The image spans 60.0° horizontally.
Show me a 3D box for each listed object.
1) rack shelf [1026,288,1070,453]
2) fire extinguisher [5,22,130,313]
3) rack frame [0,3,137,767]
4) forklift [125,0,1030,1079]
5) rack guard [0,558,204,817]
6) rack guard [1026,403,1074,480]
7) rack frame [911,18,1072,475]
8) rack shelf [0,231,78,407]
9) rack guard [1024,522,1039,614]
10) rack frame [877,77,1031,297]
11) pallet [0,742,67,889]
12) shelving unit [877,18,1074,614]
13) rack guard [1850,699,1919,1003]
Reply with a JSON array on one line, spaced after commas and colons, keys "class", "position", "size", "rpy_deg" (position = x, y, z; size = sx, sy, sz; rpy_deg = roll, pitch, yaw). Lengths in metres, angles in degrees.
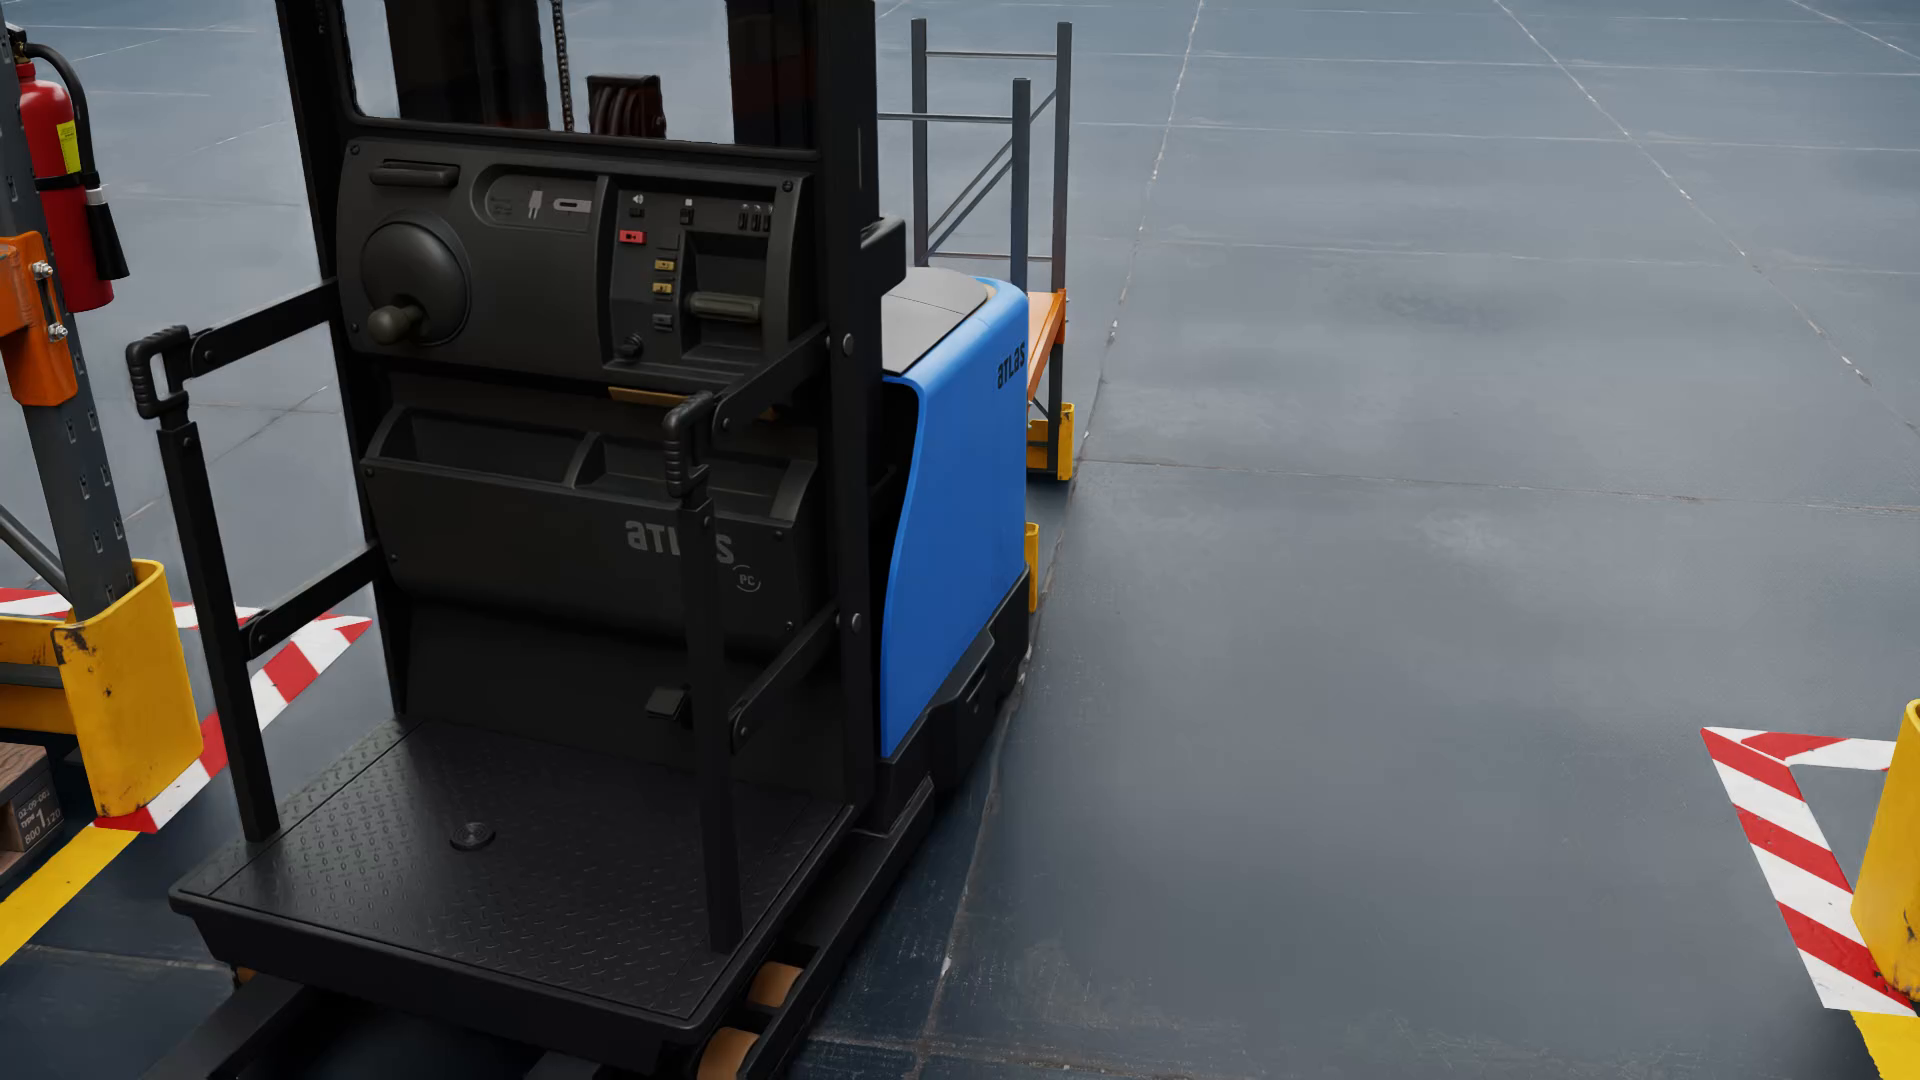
[{"class": "rack shelf", "position": [0.014, -0.552, 5.085], "size": [0.538, 0.185, 1.000], "rpy_deg": [4, 25, 9]}, {"class": "fire extinguisher", "position": [-1.987, -0.834, 3.585], "size": [0.296, 0.674, 0.183], "rpy_deg": [4, 25, 9]}, {"class": "rack frame", "position": [-2.460, -0.853, 3.535], "size": [1.000, 3.000, 0.127], "rpy_deg": [4, 25, 9]}, {"class": "forklift", "position": [-0.785, -0.472, 2.802], "size": [1.130, 2.935, 3.031], "rpy_deg": [8, 26, 17]}, {"class": "rack guard", "position": [-2.473, 0.310, 3.997], "size": [1.175, 0.500, 0.348], "rpy_deg": [4, 25, 9]}, {"class": "rack guard", "position": [0.094, -0.353, 5.710], "size": [0.587, 0.250, 0.087], "rpy_deg": [4, 25, 9]}, {"class": "rack frame", "position": [0.097, -0.928, 5.462], "size": [0.500, 1.500, 0.032], "rpy_deg": [4, 25, 9]}, {"class": "rack shelf", "position": [-2.787, 0.309, 1.900], "size": [1.077, 0.370, 4.000], "rpy_deg": [4, 25, 9]}, {"class": "rack guard", "position": [-0.069, 0.063, 4.820], "size": [0.587, 0.250, 0.087], "rpy_deg": [4, 25, 9]}, {"class": "rack frame", "position": [-0.069, -0.502, 4.554], "size": [0.500, 1.500, 0.032], "rpy_deg": [4, 25, 9]}, {"class": "pallet", "position": [-2.641, 0.779, 3.338], "size": [1.003, 0.211, 1.213], "rpy_deg": [4, 25, 9]}, {"class": "shelving unit", "position": [0.012, -0.711, 5.000], "size": [0.587, 1.500, 1.083], "rpy_deg": [4, 25, 9]}, {"class": "rack guard", "position": [2.460, 0.657, 3.257], "size": [1.175, 0.500, 0.348], "rpy_deg": [4, 25, 9]}]
